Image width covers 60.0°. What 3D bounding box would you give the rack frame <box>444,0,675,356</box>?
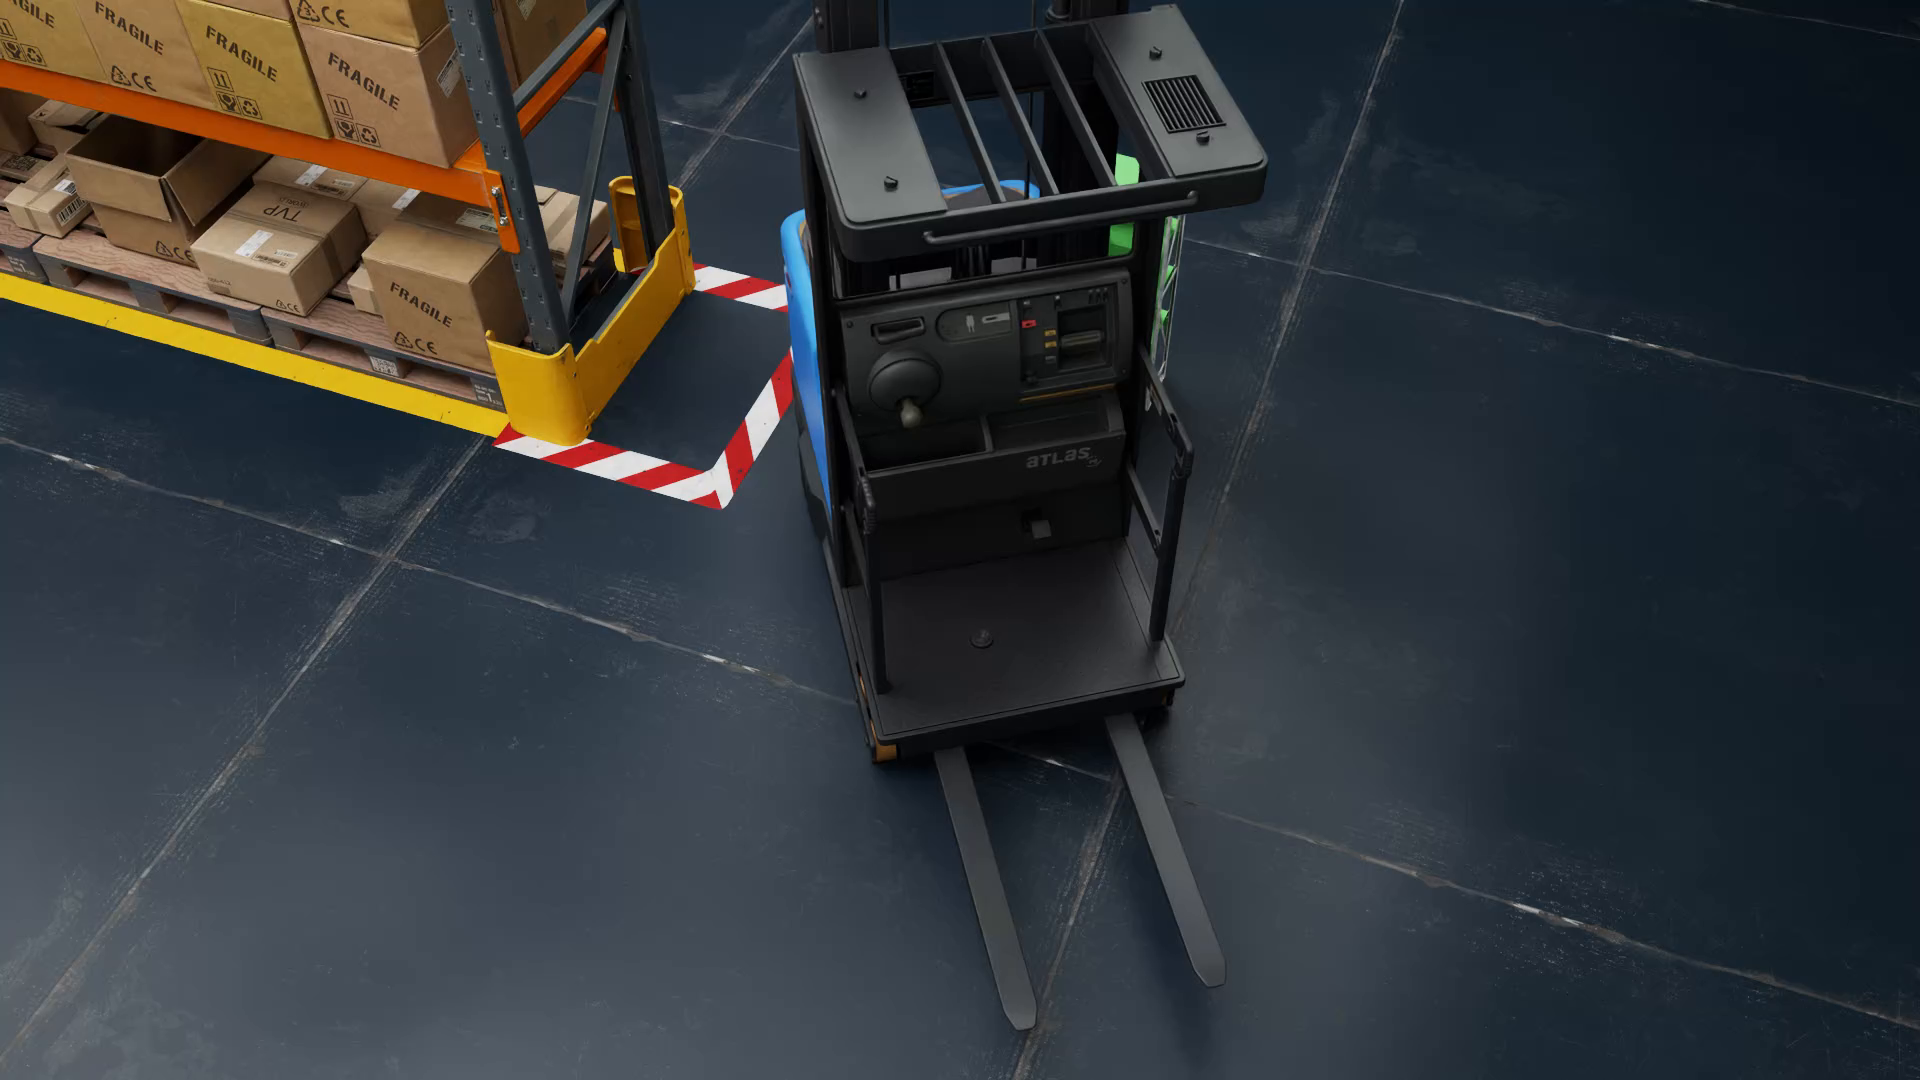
[{"bbox_3d":[-1.486,-1.798,6.190,0.127,3.000,1.000,16,51,13],"label":"rack frame"}]

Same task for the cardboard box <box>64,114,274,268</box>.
[{"bbox_3d":[-3.474,-1.684,7.452,0.637,0.503,0.797,16,51,13],"label":"cardboard box"}]

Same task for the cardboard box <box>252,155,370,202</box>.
[{"bbox_3d":[-2.835,-1.647,7.588,0.500,0.250,0.500,16,51,13],"label":"cardboard box"}]

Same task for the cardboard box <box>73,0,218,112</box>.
[{"bbox_3d":[-2.954,-2.023,6.319,0.500,0.500,0.500,16,51,13],"label":"cardboard box"}]

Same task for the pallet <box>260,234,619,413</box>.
[{"bbox_3d":[-2.305,-1.113,7.442,1.213,0.211,1.003,16,51,13],"label":"pallet"}]

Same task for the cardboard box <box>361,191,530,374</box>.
[{"bbox_3d":[-2.081,-1.092,6.941,0.500,0.500,0.500,16,51,13],"label":"cardboard box"}]

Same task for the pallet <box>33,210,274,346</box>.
[{"bbox_3d":[-3.446,-1.434,7.720,1.213,0.211,1.003,16,51,13],"label":"pallet"}]

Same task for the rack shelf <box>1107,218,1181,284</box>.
[{"bbox_3d":[0.616,-1.215,6.642,0.480,0.148,0.258,18,51,15],"label":"rack shelf"}]

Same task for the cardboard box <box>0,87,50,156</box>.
[{"bbox_3d":[-4.605,-2.223,7.921,0.500,0.500,0.500,16,51,13],"label":"cardboard box"}]

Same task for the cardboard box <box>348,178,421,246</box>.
[{"bbox_3d":[-2.366,-1.516,7.474,0.500,0.250,0.500,16,51,13],"label":"cardboard box"}]

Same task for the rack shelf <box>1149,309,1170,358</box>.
[{"bbox_3d":[0.616,-0.901,7.005,0.480,0.148,0.258,18,51,15],"label":"rack shelf"}]

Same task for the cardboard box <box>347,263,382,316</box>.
[{"bbox_3d":[-2.430,-1.152,7.214,0.250,0.166,0.380,16,51,13],"label":"cardboard box"}]

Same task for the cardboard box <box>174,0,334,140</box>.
[{"bbox_3d":[-2.488,-1.889,6.203,0.500,0.500,0.500,16,51,13],"label":"cardboard box"}]

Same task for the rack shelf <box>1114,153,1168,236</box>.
[{"bbox_3d":[0.616,-1.372,6.461,0.480,0.148,0.258,18,51,15],"label":"rack shelf"}]

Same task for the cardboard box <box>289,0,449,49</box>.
[{"bbox_3d":[-1.999,-2.080,5.707,0.500,0.500,0.500,15,51,13],"label":"cardboard box"}]

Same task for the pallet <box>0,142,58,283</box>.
[{"bbox_3d":[-4.594,-1.752,7.996,1.213,0.211,1.003,16,51,13],"label":"pallet"}]

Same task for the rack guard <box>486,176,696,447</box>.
[{"bbox_3d":[-1.557,-1.000,7.152,0.348,0.500,1.175,16,51,13],"label":"rack guard"}]

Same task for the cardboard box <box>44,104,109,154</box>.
[{"bbox_3d":[-3.902,-1.965,7.823,0.500,0.311,0.500,16,51,13],"label":"cardboard box"}]

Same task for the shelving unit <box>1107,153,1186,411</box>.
[{"bbox_3d":[0.616,-1.100,6.776,0.503,1.200,0.258,18,51,15],"label":"shelving unit"}]

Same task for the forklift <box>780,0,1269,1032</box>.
[{"bbox_3d":[0.146,-0.497,5.108,1.130,2.935,3.031,-10,50,-9],"label":"forklift"}]

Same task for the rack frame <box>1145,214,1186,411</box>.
[{"bbox_3d":[0.841,-1.028,6.713,0.015,1.200,0.240,18,51,15],"label":"rack frame"}]

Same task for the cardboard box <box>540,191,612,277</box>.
[{"bbox_3d":[-1.759,-1.362,7.408,0.250,0.149,0.380,16,51,13],"label":"cardboard box"}]

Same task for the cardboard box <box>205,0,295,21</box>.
[{"bbox_3d":[-2.473,-2.212,5.821,0.500,0.500,0.500,17,51,14],"label":"cardboard box"}]

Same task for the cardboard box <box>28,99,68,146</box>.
[{"bbox_3d":[-4.233,-2.053,8.006,0.250,0.149,0.380,16,51,13],"label":"cardboard box"}]

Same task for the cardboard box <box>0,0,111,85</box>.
[{"bbox_3d":[-3.427,-2.156,6.434,0.500,0.500,0.500,15,51,13],"label":"cardboard box"}]

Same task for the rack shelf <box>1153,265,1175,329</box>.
[{"bbox_3d":[0.616,-1.058,6.824,0.480,0.148,0.258,18,51,15],"label":"rack shelf"}]

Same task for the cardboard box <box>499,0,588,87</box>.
[{"bbox_3d":[-1.811,-2.134,6.415,0.500,0.500,0.500,17,51,14],"label":"cardboard box"}]

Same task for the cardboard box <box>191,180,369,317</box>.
[{"bbox_3d":[-2.962,-1.280,7.269,0.500,0.250,0.500,16,51,13],"label":"cardboard box"}]

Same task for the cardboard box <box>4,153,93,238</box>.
[{"bbox_3d":[-4.104,-1.579,7.584,0.250,0.166,0.380,16,51,13],"label":"cardboard box"}]

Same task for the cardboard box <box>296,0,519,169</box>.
[{"bbox_3d":[-2.000,-1.756,6.087,0.500,0.500,0.500,17,51,14],"label":"cardboard box"}]

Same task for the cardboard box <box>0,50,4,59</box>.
[{"bbox_3d":[-3.904,-2.288,6.548,0.500,0.500,0.500,15,51,13],"label":"cardboard box"}]

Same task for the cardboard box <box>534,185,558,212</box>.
[{"bbox_3d":[-1.994,-1.433,7.458,0.250,0.166,0.380,16,51,13],"label":"cardboard box"}]

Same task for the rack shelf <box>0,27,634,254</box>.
[{"bbox_3d":[-3.362,-2.087,6.916,4.000,0.370,1.077,16,51,13],"label":"rack shelf"}]
